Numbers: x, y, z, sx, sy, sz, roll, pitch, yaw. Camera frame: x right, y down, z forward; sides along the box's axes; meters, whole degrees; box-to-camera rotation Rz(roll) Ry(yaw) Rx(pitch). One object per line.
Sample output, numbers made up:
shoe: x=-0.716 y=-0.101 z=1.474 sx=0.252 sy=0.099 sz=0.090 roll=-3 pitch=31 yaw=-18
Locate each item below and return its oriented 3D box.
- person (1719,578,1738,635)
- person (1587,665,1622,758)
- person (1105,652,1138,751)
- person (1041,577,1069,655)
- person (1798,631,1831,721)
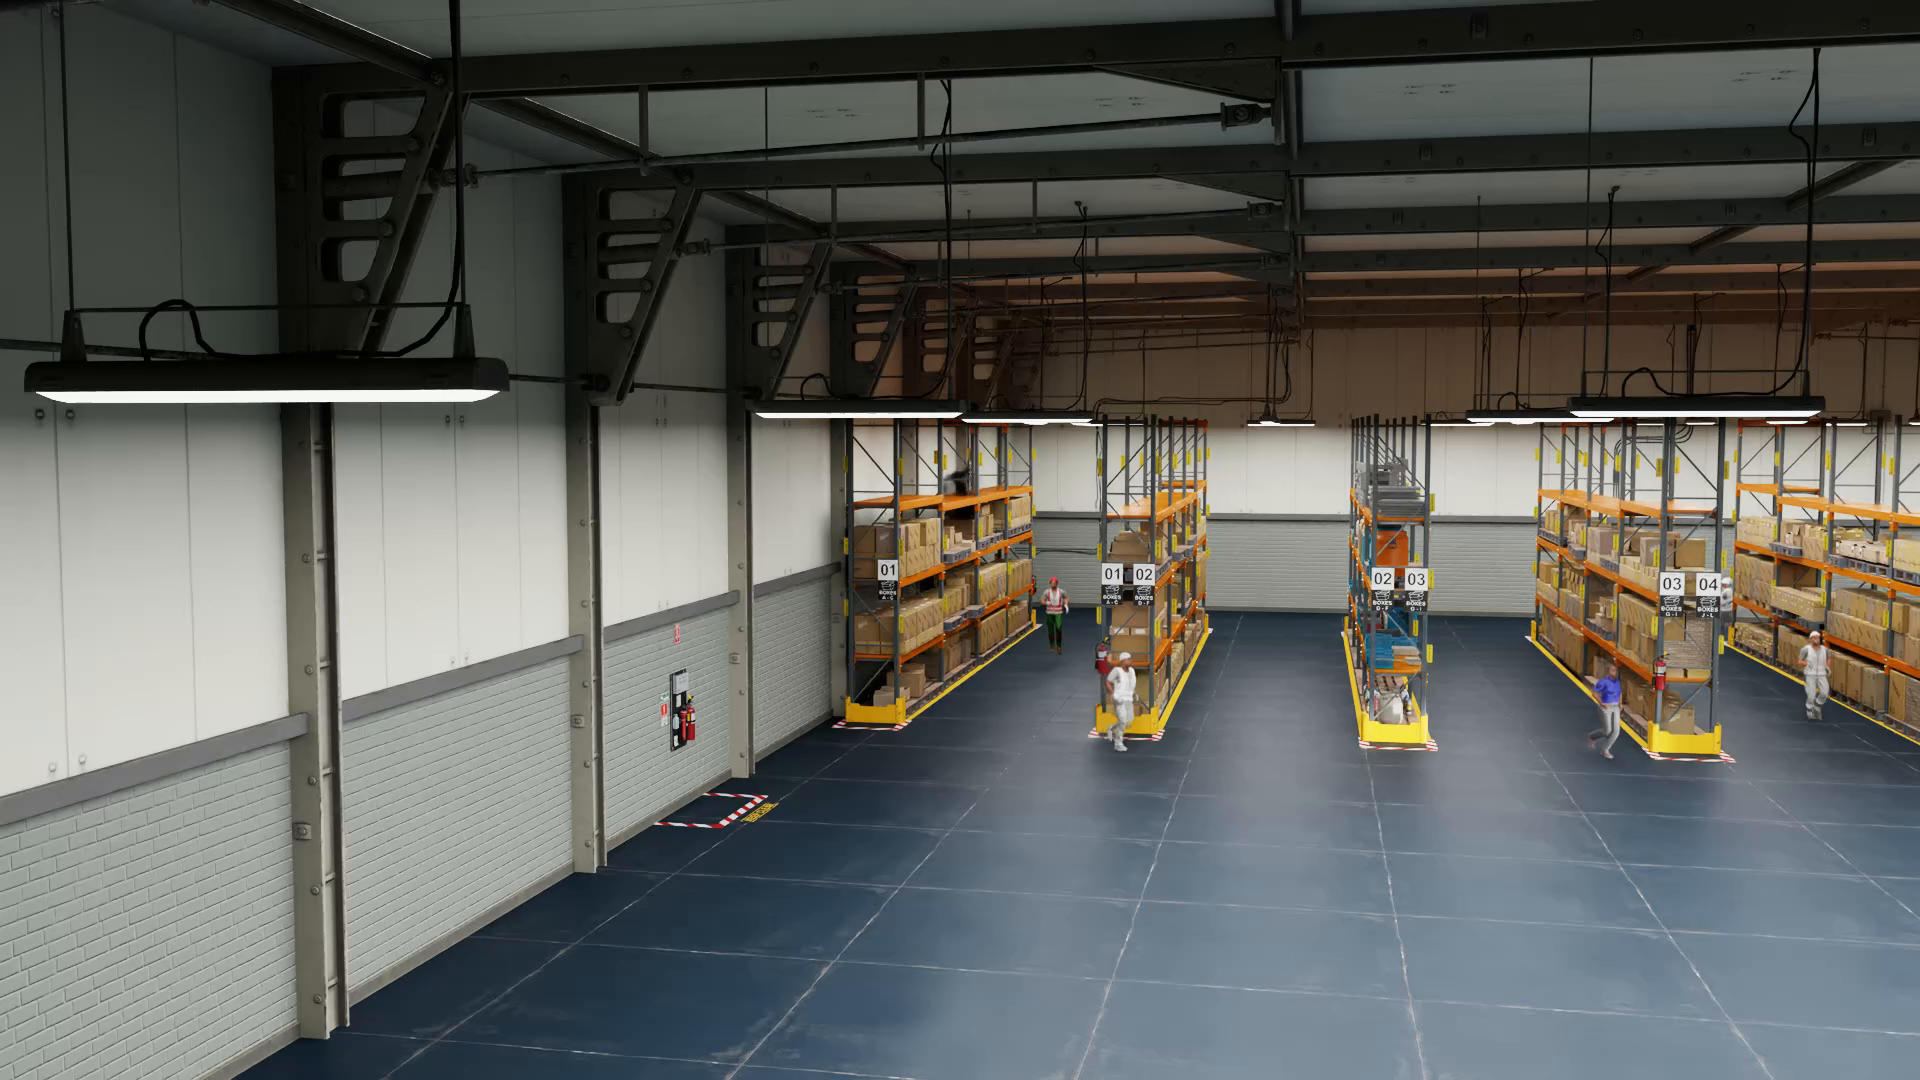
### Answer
person: x=20.862 y=1.879 z=45.224 sx=0.764 sy=1.728 sz=0.750 roll=1 pitch=4 yaw=10
person: x=11.369 y=2.994 z=29.202 sx=0.604 sy=1.597 sz=0.548 roll=-1 pitch=4 yaw=-19
person: x=2.898 y=2.878 z=29.883 sx=0.736 sy=1.736 sz=0.644 roll=-3 pitch=5 yaw=-39
person: x=2.308 y=1.852 z=40.616 sx=0.659 sy=1.873 sz=0.728 roll=1 pitch=4 yaw=7
person: x=16.748 y=2.669 z=32.503 sx=0.639 sy=1.759 sz=0.612 roll=1 pitch=4 yaw=13
